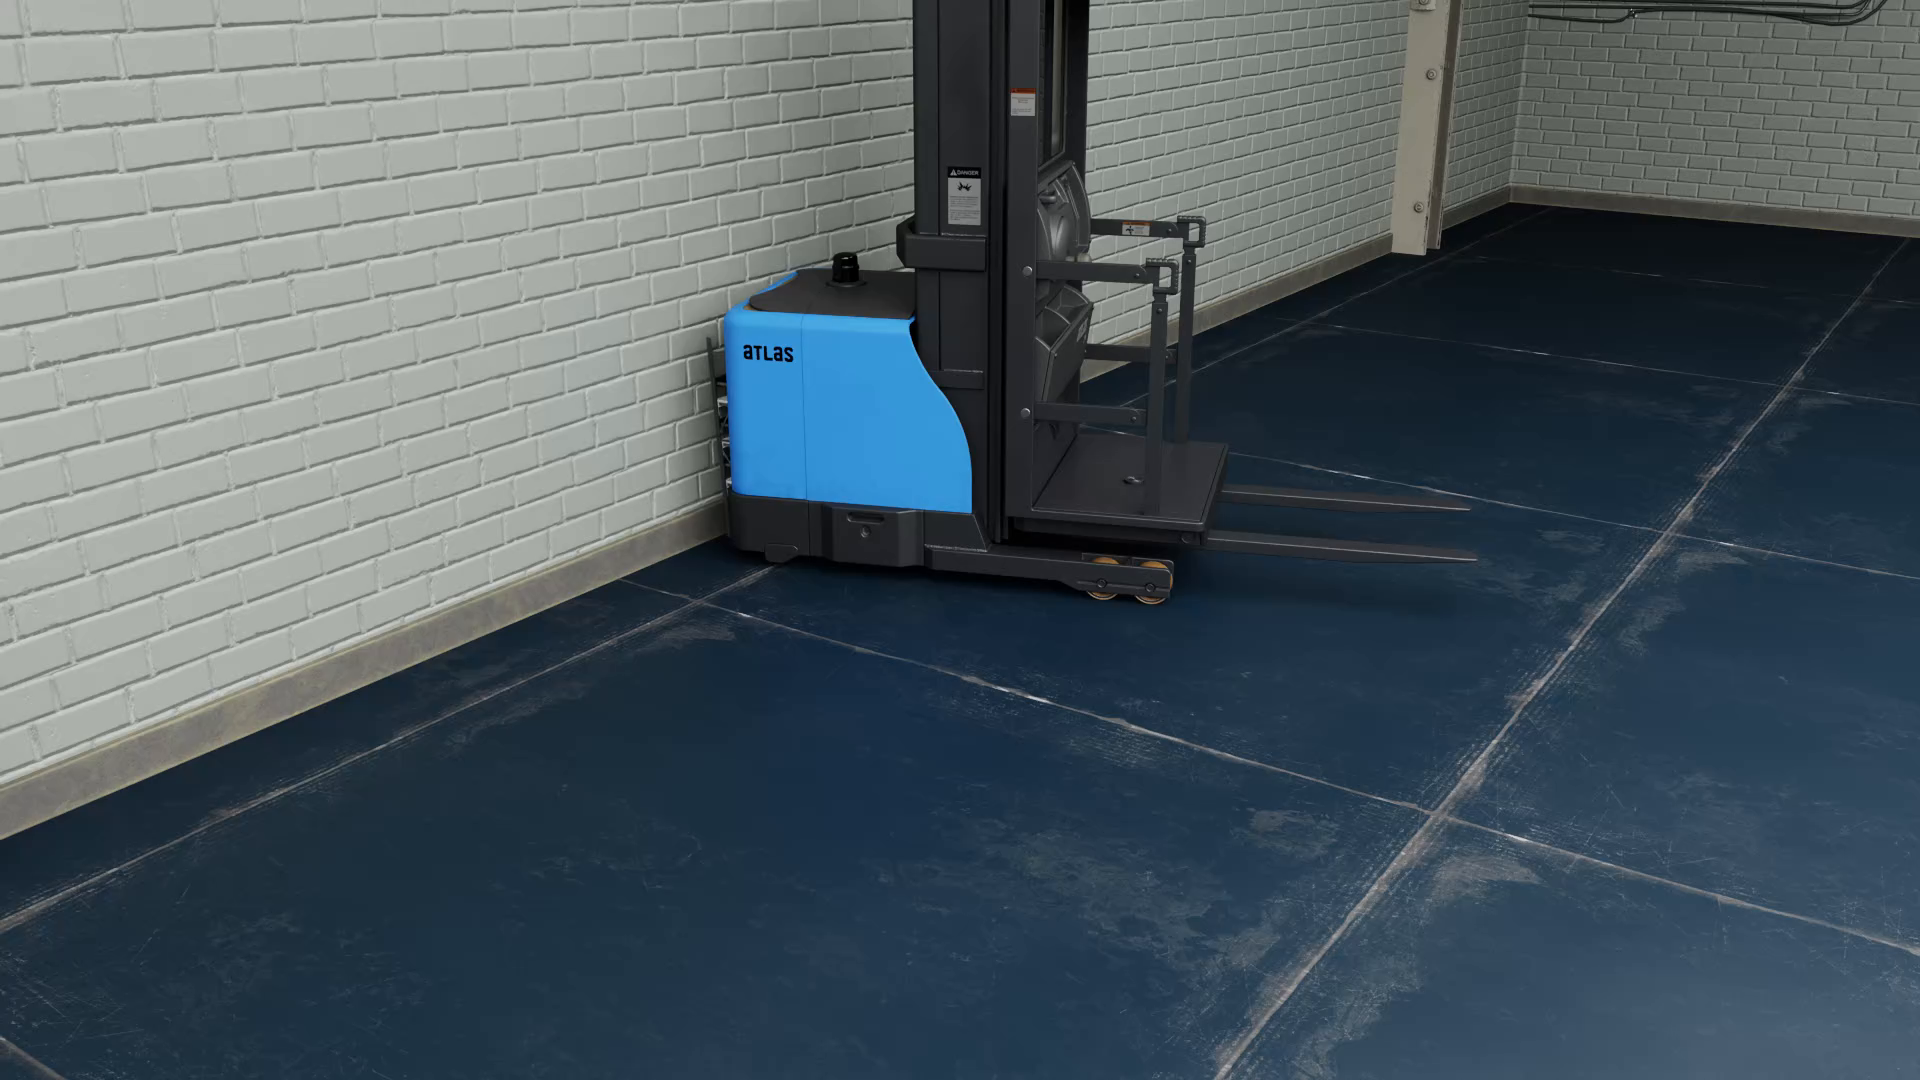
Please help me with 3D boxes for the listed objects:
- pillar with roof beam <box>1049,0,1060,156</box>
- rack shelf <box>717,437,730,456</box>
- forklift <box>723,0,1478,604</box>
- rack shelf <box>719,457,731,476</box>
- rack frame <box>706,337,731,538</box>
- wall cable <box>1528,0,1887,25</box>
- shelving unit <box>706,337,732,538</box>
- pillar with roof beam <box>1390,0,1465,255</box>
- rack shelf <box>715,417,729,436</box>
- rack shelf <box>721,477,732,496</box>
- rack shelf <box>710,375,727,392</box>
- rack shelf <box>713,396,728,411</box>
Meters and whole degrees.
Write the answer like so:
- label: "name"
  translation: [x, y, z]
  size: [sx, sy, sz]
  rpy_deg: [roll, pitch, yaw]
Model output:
- label: "pillar with roof beam"
  translation: [3.941, -4.060, 5.269]
  size: [9.100, 9.000, 0.400]
  rpy_deg: [13, 24, 32]
- label: "rack shelf"
  translation: [-0.886, -0.410, 7.186]
  size: [0.258, 0.077, 0.200]
  rpy_deg: [10, 22, 35]
- label: "forklift"
  translation: [0.606, -1.324, 6.618]
  size: [3.031, 2.935, 1.130]
  rpy_deg: [5, 21, 13]
- label: "rack shelf"
  translation: [-0.881, -0.325, 7.214]
  size: [0.258, 0.077, 0.200]
  rpy_deg: [10, 22, 35]
- label: "rack frame"
  translation: [-0.948, -0.413, 7.099]
  size: [0.240, 0.900, 0.006]
  rpy_deg: [10, 22, 35]
- label: "wall cable"
  translation: [6.503, -5.752, 14.319]
  size: [3.097, 2.526, 0.112]
  rpy_deg: [13, 24, 32]
- label: "shelving unit"
  translation: [-0.888, -0.442, 7.176]
  size: [0.258, 0.900, 0.210]
  rpy_deg: [10, 22, 35]
- label: "pillar with roof beam"
  translation: [7.314, -5.781, 9.923]
  size: [9.100, 9.000, 0.400]
  rpy_deg: [13, 24, 32]
- label: "rack shelf"
  translation: [-0.891, -0.495, 7.158]
  size: [0.258, 0.077, 0.200]
  rpy_deg: [10, 22, 35]
- label: "rack shelf"
  translation: [-0.875, -0.239, 7.242]
  size: [0.258, 0.077, 0.200]
  rpy_deg: [10, 22, 35]
- label: "rack shelf"
  translation: [-0.901, -0.666, 7.103]
  size: [0.258, 0.077, 0.200]
  rpy_deg: [10, 22, 35]
- label: "rack shelf"
  translation: [-0.896, -0.581, 7.131]
  size: [0.258, 0.077, 0.200]
  rpy_deg: [10, 22, 35]
